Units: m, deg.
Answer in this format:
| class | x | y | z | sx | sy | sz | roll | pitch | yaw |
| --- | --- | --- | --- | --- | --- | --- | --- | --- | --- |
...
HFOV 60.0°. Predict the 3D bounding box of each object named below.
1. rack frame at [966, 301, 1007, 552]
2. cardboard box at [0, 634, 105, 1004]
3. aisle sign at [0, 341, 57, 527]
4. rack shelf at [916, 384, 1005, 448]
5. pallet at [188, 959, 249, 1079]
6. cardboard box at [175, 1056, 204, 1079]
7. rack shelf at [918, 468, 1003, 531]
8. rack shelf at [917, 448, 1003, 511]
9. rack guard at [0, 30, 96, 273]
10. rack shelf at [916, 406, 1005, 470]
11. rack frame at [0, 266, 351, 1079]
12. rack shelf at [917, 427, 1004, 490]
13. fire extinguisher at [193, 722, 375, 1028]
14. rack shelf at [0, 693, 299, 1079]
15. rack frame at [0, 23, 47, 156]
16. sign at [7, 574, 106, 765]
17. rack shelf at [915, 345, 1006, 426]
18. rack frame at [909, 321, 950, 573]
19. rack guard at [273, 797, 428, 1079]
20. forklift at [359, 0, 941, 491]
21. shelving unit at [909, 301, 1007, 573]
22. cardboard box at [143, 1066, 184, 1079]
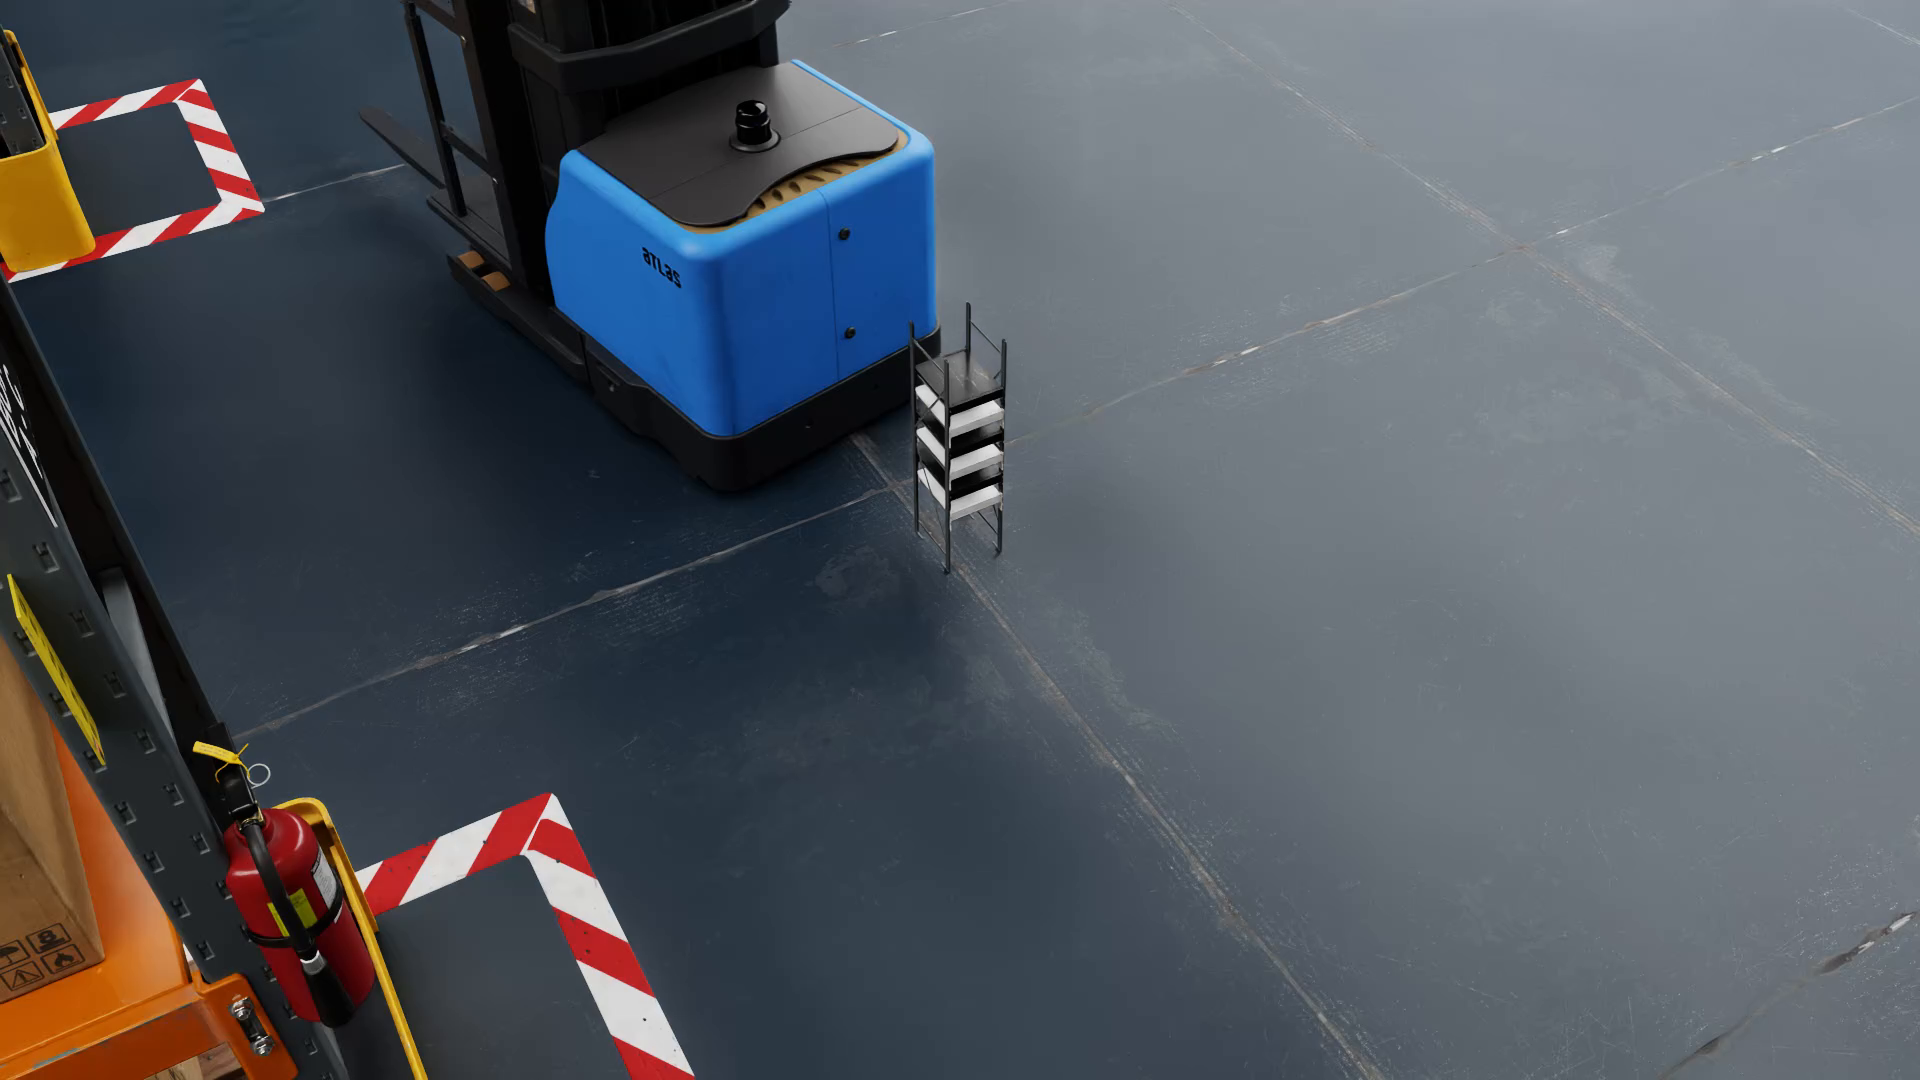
| class | x | y | z | sx | sy | sz | roll | pitch | yaw |
| --- | --- | --- | --- | --- | --- | --- | --- | --- | --- |
| rack frame | 0.081 | -0.355 | 5.470 | 0.006 | 0.900 | 0.240 | -22 | 48 | -21 |
| cardboard box | -1.970 | 0.477 | 3.033 | 0.500 | 0.500 | 0.700 | -22 | 48 | -21 |
| aisle sign | -1.356 | -0.420 | 2.162 | 0.004 | 0.787 | 0.394 | -22 | 48 | -21 |
| rack shelf | -0.007 | -0.425 | 5.332 | 0.200 | 0.077 | 0.258 | -22 | 48 | -21 |
| pallet | -2.201 | 1.650 | 3.898 | 1.213 | 0.211 | 1.003 | -22 | 48 | -21 |
| cardboard box | -2.135 | 1.246 | 3.985 | 0.500 | 0.250 | 0.500 | -22 | 48 | -21 |
| rack shelf | -0.007 | -0.167 | 5.582 | 0.200 | 0.077 | 0.258 | -22 | 48 | -21 |
| rack shelf | -0.007 | -0.232 | 5.520 | 0.200 | 0.077 | 0.258 | -22 | 48 | -21 |
| rack guard | -4.066 | -1.682 | 7.124 | 0.348 | 0.500 | 1.175 | -22 | 48 | -21 |
| rack shelf | -0.007 | -0.361 | 5.394 | 0.200 | 0.077 | 0.258 | -22 | 48 | -21 |
| rack frame | -1.559 | 0.359 | 3.227 | 0.127 | 3.000 | 1.000 | -22 | 48 | -21 |
| rack shelf | -0.007 | -0.296 | 5.457 | 0.200 | 0.077 | 0.258 | -22 | 48 | -21 |
| fire extinguisher | -1.225 | 0.626 | 3.007 | 0.183 | 0.674 | 0.296 | -22 | 48 | -21 |
| rack shelf | -3.293 | 1.311 | 2.762 | 4.000 | 0.370 | 1.077 | -22 | 48 | -21 |
| rack frame | -4.024 | -2.634 | 6.310 | 0.127 | 3.000 | 1.000 | -22 | 48 | -21 |
| sign | -1.301 | 0.190 | 2.398 | 0.005 | 0.325 | 0.100 | -22 | 48 | -21 |
| rack shelf | -0.007 | -0.490 | 5.269 | 0.200 | 0.077 | 0.258 | -22 | 48 | -21 |
| rack frame | -0.095 | -0.285 | 5.397 | 0.006 | 0.900 | 0.240 | -22 | 48 | -21 |
| rack guard | -1.538 | 1.247 | 4.106 | 0.348 | 0.500 | 1.175 | -22 | 48 | -21 |
| forklift | -1.424 | -2.171 | 5.882 | 1.130 | 2.935 | 3.031 | -32 | 52 | -28 |
| shelving unit | -0.007 | -0.320 | 5.434 | 0.210 | 0.900 | 0.258 | -22 | 48 | -21 |
| cardboard box | -1.876 | 1.291 | 3.400 | 0.500 | 0.500 | 0.500 | -22 | 48 | -21 |
